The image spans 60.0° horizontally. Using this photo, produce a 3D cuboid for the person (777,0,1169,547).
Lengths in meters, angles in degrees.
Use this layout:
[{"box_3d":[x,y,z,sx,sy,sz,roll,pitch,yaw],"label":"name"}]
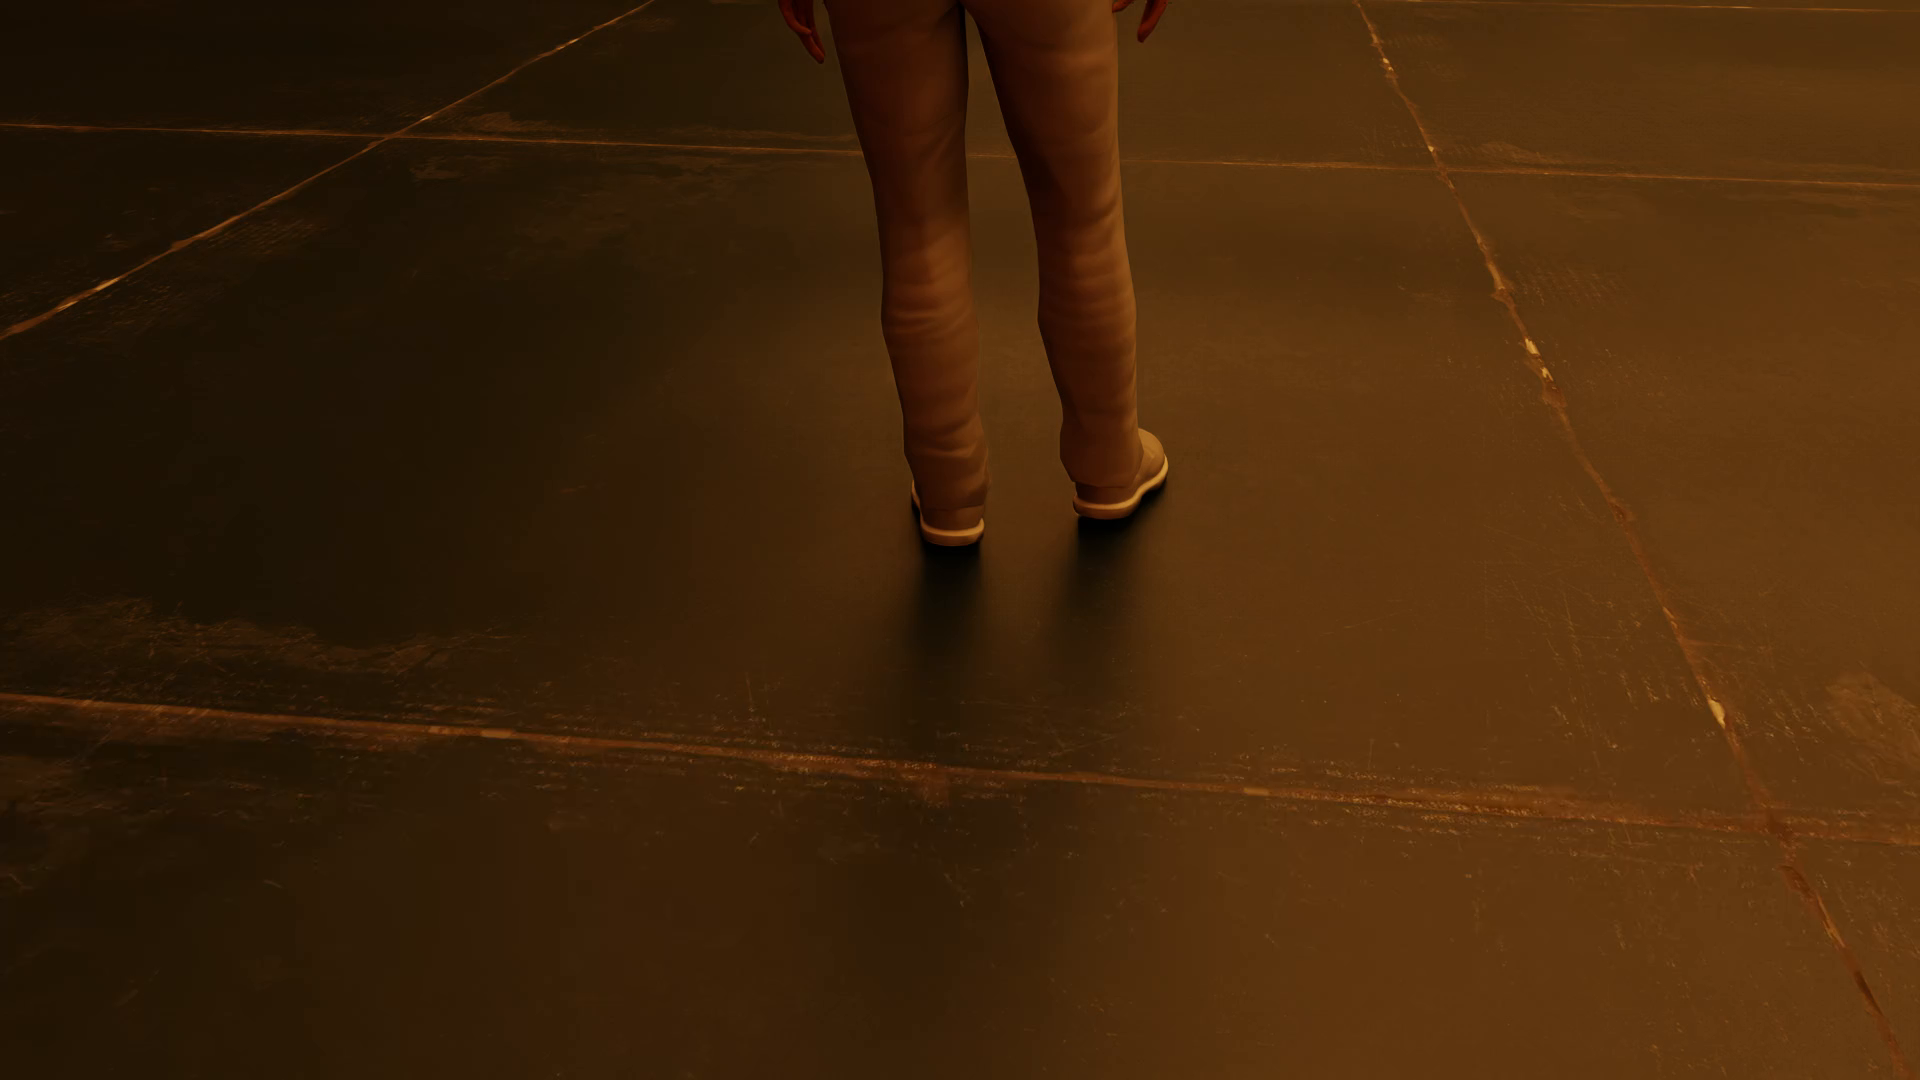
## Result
[{"box_3d":[0.030,-0.797,2.183,0.569,1.695,0.528,3,27,7],"label":"person"}]
